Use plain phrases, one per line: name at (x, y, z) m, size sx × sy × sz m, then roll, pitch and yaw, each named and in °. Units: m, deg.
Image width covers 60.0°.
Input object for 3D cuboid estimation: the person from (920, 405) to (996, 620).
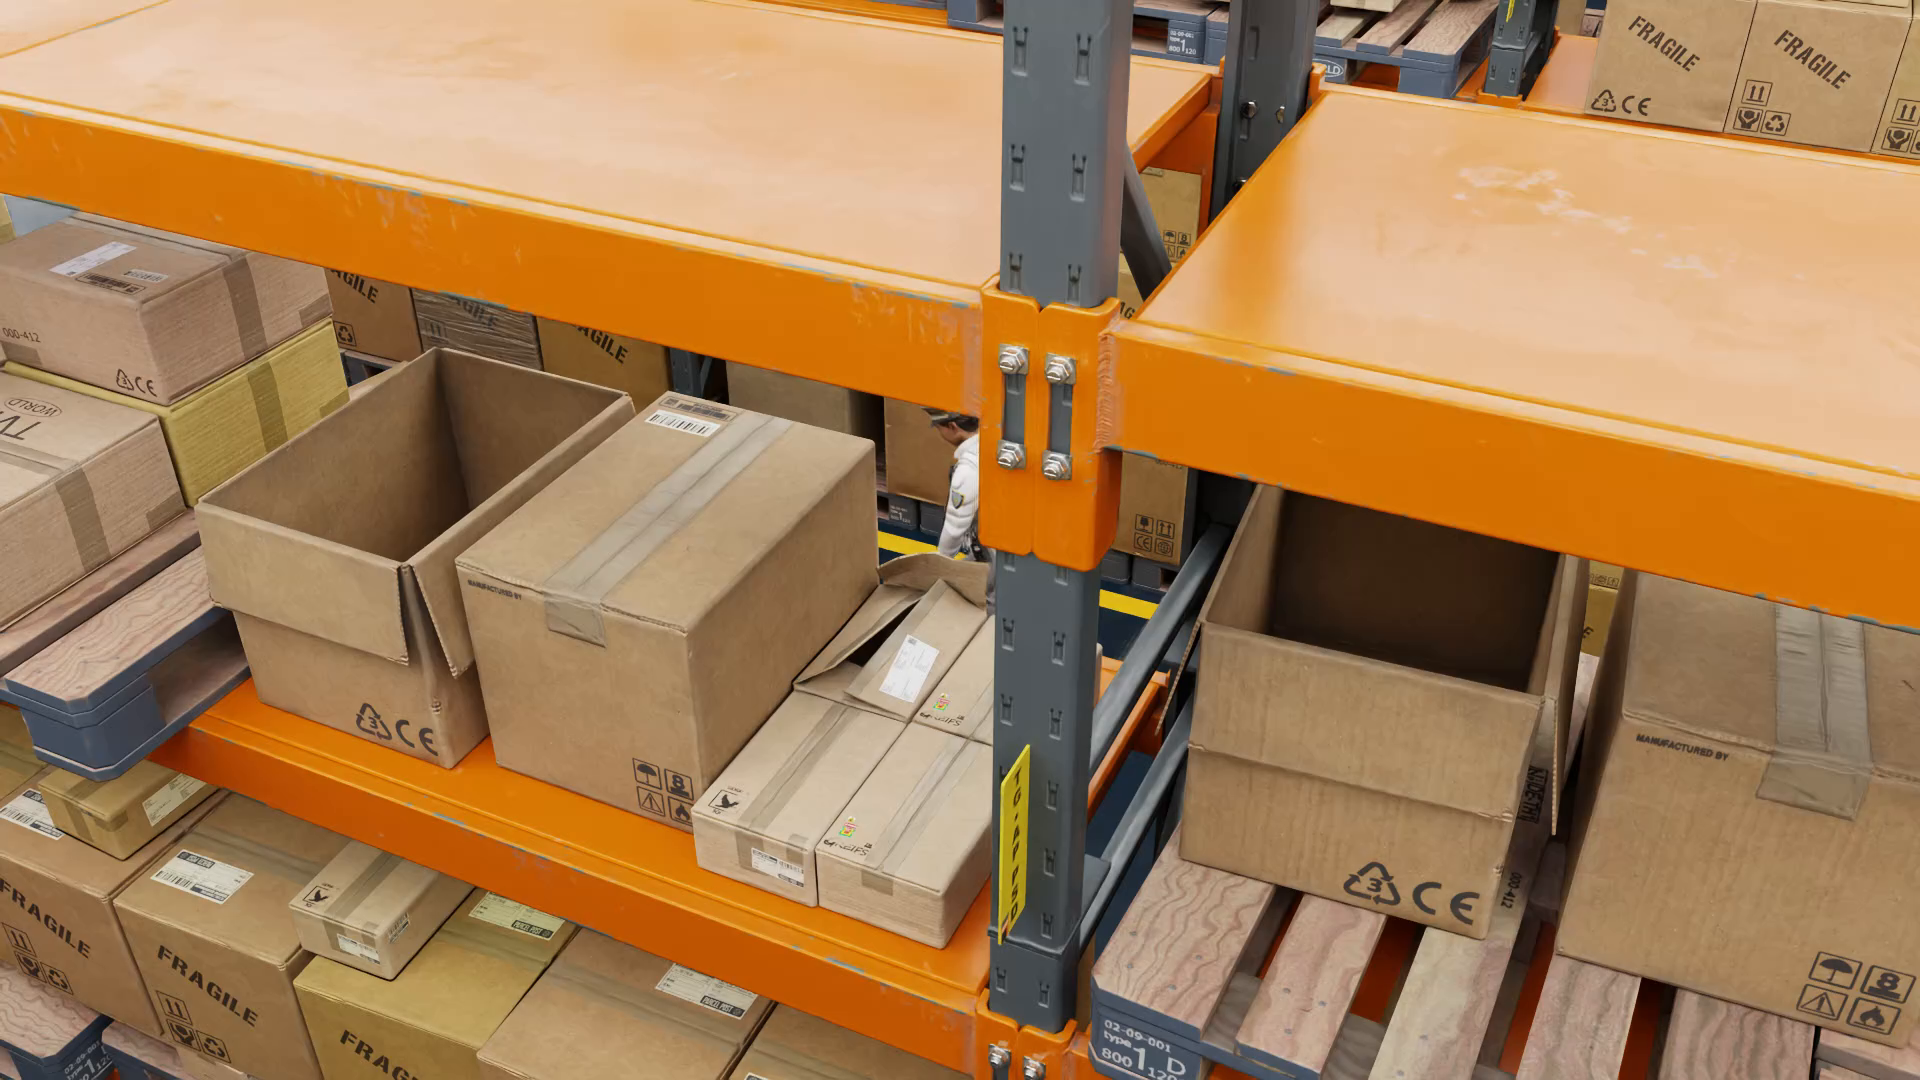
person at (0.079, 0.026, 7.532) m, size 0.526 × 1.576 × 0.516 m, roll 15°, pitch 37°, yaw 21°
